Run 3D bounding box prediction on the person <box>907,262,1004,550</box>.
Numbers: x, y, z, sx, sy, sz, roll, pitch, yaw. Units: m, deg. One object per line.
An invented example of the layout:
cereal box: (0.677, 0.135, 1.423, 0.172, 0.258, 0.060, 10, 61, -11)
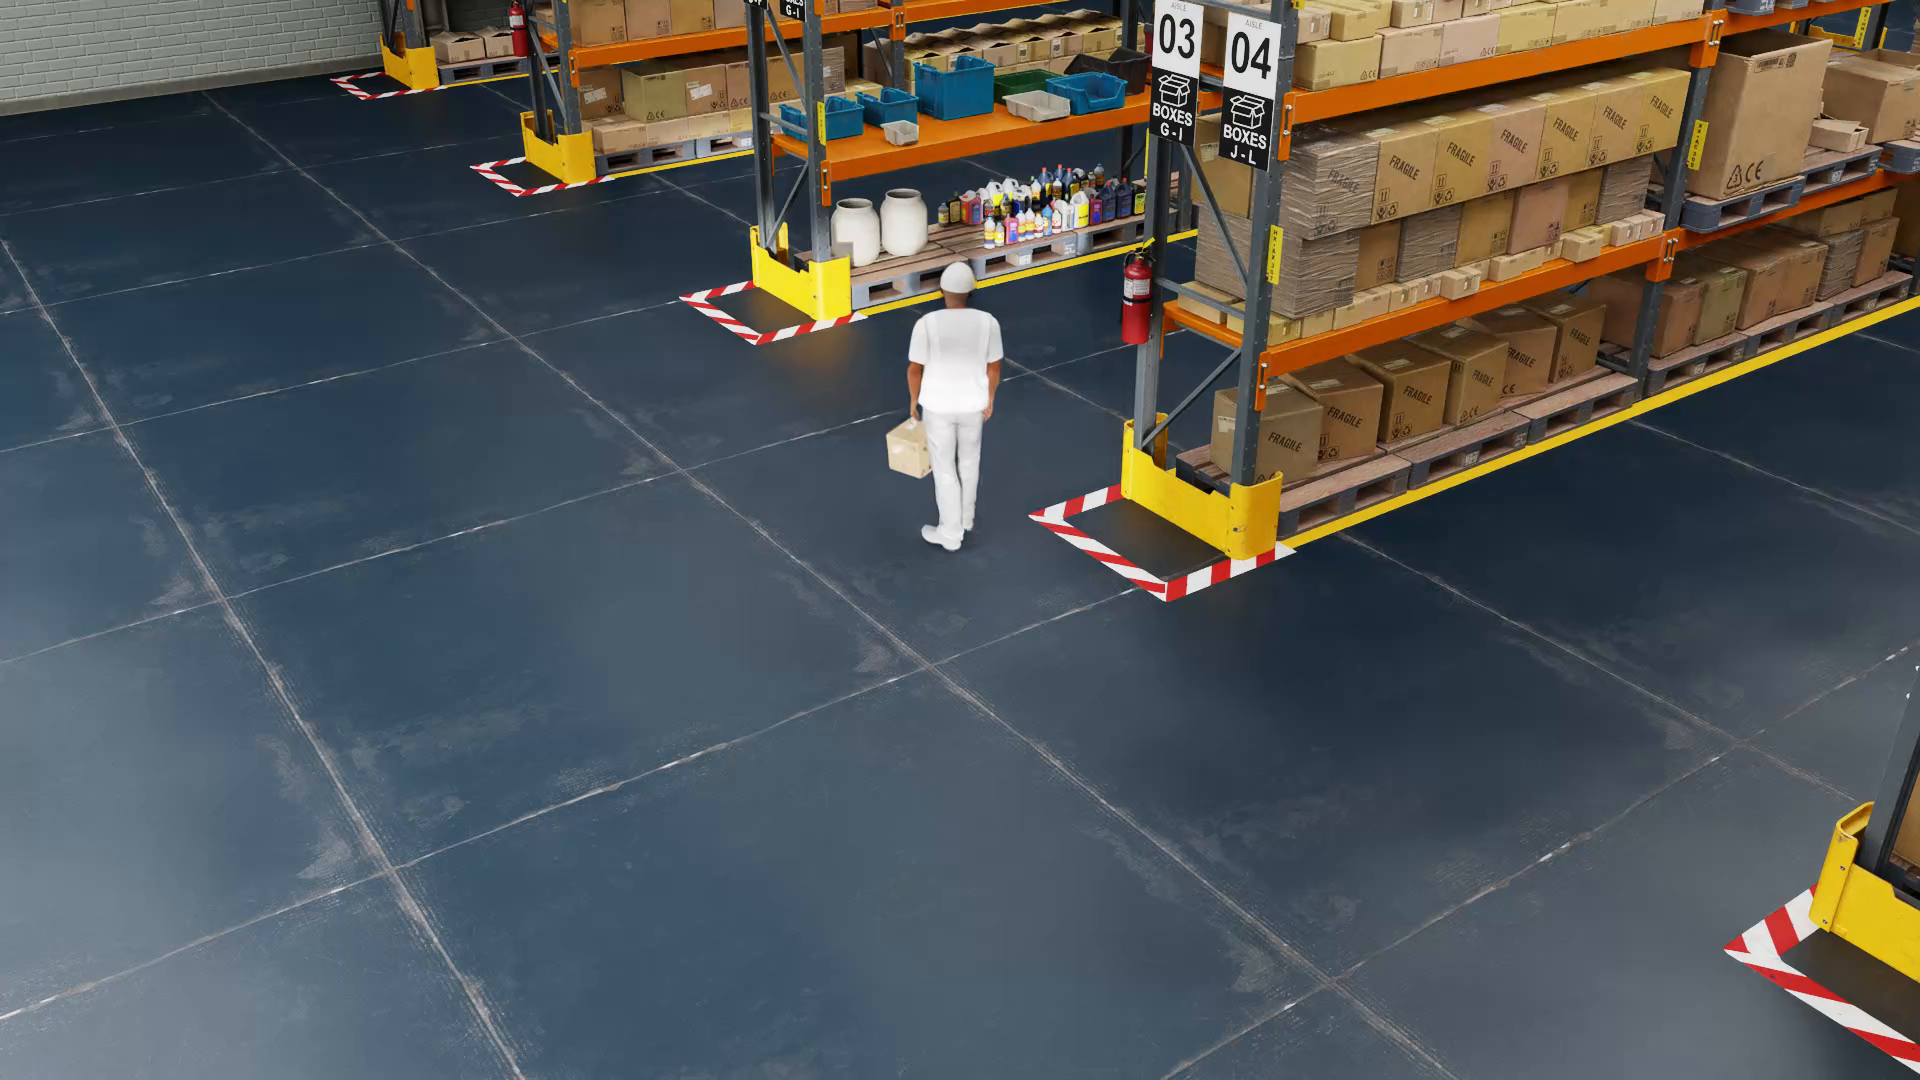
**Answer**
person: (-0.031, -0.830, 10.136, 0.575, 1.762, 0.582, -7, 29, -12)
